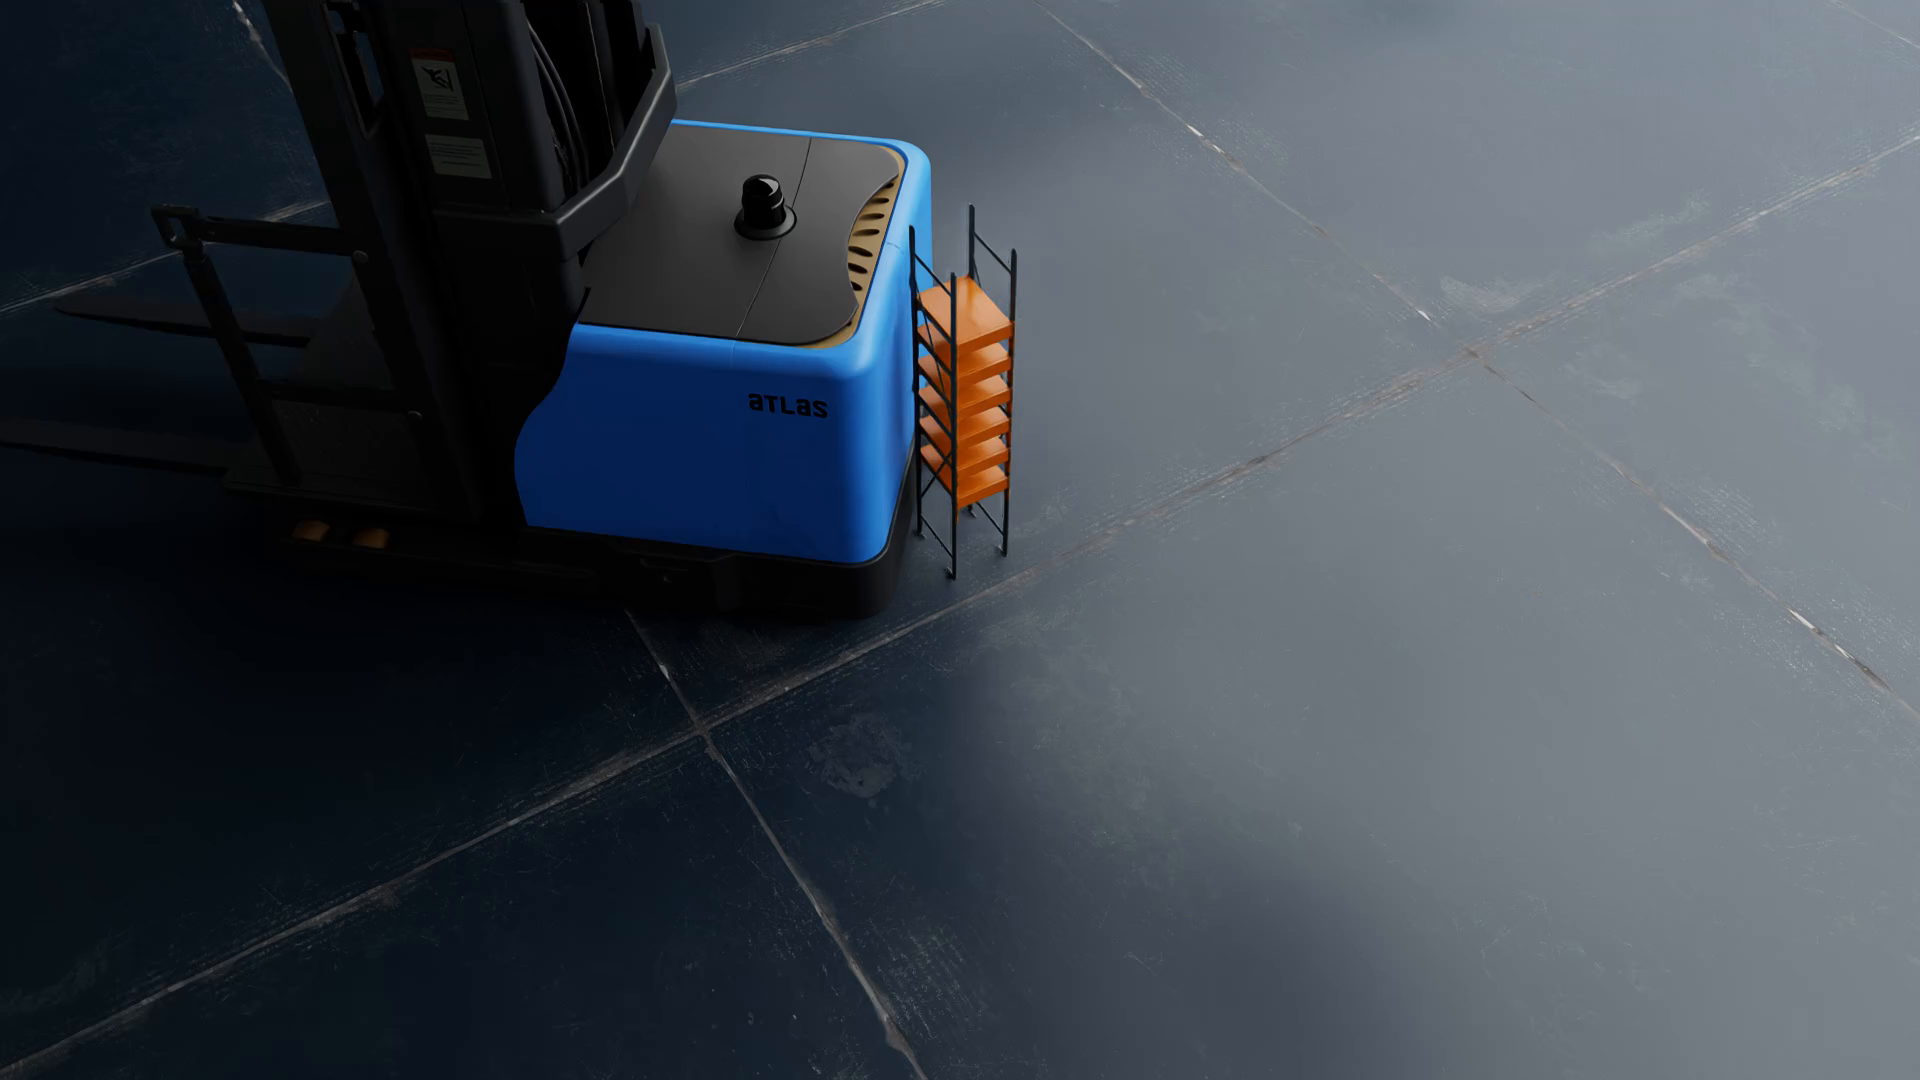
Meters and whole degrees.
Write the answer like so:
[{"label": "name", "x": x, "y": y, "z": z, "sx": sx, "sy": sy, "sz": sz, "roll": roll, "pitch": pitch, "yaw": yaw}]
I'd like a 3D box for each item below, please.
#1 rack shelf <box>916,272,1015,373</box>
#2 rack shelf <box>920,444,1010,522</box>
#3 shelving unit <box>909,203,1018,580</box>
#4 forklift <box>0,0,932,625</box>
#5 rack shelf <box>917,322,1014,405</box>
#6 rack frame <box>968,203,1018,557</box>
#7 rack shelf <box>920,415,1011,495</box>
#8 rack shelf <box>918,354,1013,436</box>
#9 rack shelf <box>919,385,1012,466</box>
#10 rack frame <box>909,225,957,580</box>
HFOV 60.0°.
[{"label": "rack shelf", "x": 0.008, "y": -0.598, "z": 4.557, "sx": 0.180, "sy": 0.103, "sz": 0.258, "roll": -23, "pitch": 52, "yaw": -19}, {"label": "rack shelf", "x": 0.008, "y": -0.199, "z": 5.005, "sx": 0.180, "sy": 0.103, "sz": 0.258, "roll": -23, "pitch": 52, "yaw": -19}, {"label": "shelving unit", "x": 0.008, "y": -0.388, "z": 4.792, "sx": 0.189, "sy": 1.200, "sz": 0.258, "roll": -23, "pitch": 52, "yaw": -19}, {"label": "forklift", "x": -1.635, "y": -1.240, "z": 4.392, "sx": 3.031, "sy": 2.935, "sz": 1.130, "roll": 7, "pitch": 49, "yaw": 6}, {"label": "rack shelf", "x": 0.008, "y": -0.519, "z": 4.646, "sx": 0.180, "sy": 0.103, "sz": 0.258, "roll": -23, "pitch": 52, "yaw": -19}, {"label": "rack frame", "x": 0.087, "y": -0.423, "z": 4.823, "sx": 0.006, "sy": 1.200, "sz": 0.240, "roll": -23, "pitch": 52, "yaw": -19}, {"label": "rack shelf", "x": 0.008, "y": -0.279, "z": 4.915, "sx": 0.180, "sy": 0.103, "sz": 0.258, "roll": -23, "pitch": 52, "yaw": -19}, {"label": "rack shelf", "x": 0.008, "y": -0.439, "z": 4.736, "sx": 0.180, "sy": 0.103, "sz": 0.258, "roll": -23, "pitch": 52, "yaw": -19}, {"label": "rack shelf", "x": 0.008, "y": -0.359, "z": 4.826, "sx": 0.180, "sy": 0.103, "sz": 0.258, "roll": -23, "pitch": 52, "yaw": -19}, {"label": "rack frame", "x": -0.072, "y": -0.354, "z": 4.762, "sx": 0.006, "sy": 1.200, "sz": 0.240, "roll": -23, "pitch": 52, "yaw": -19}]
